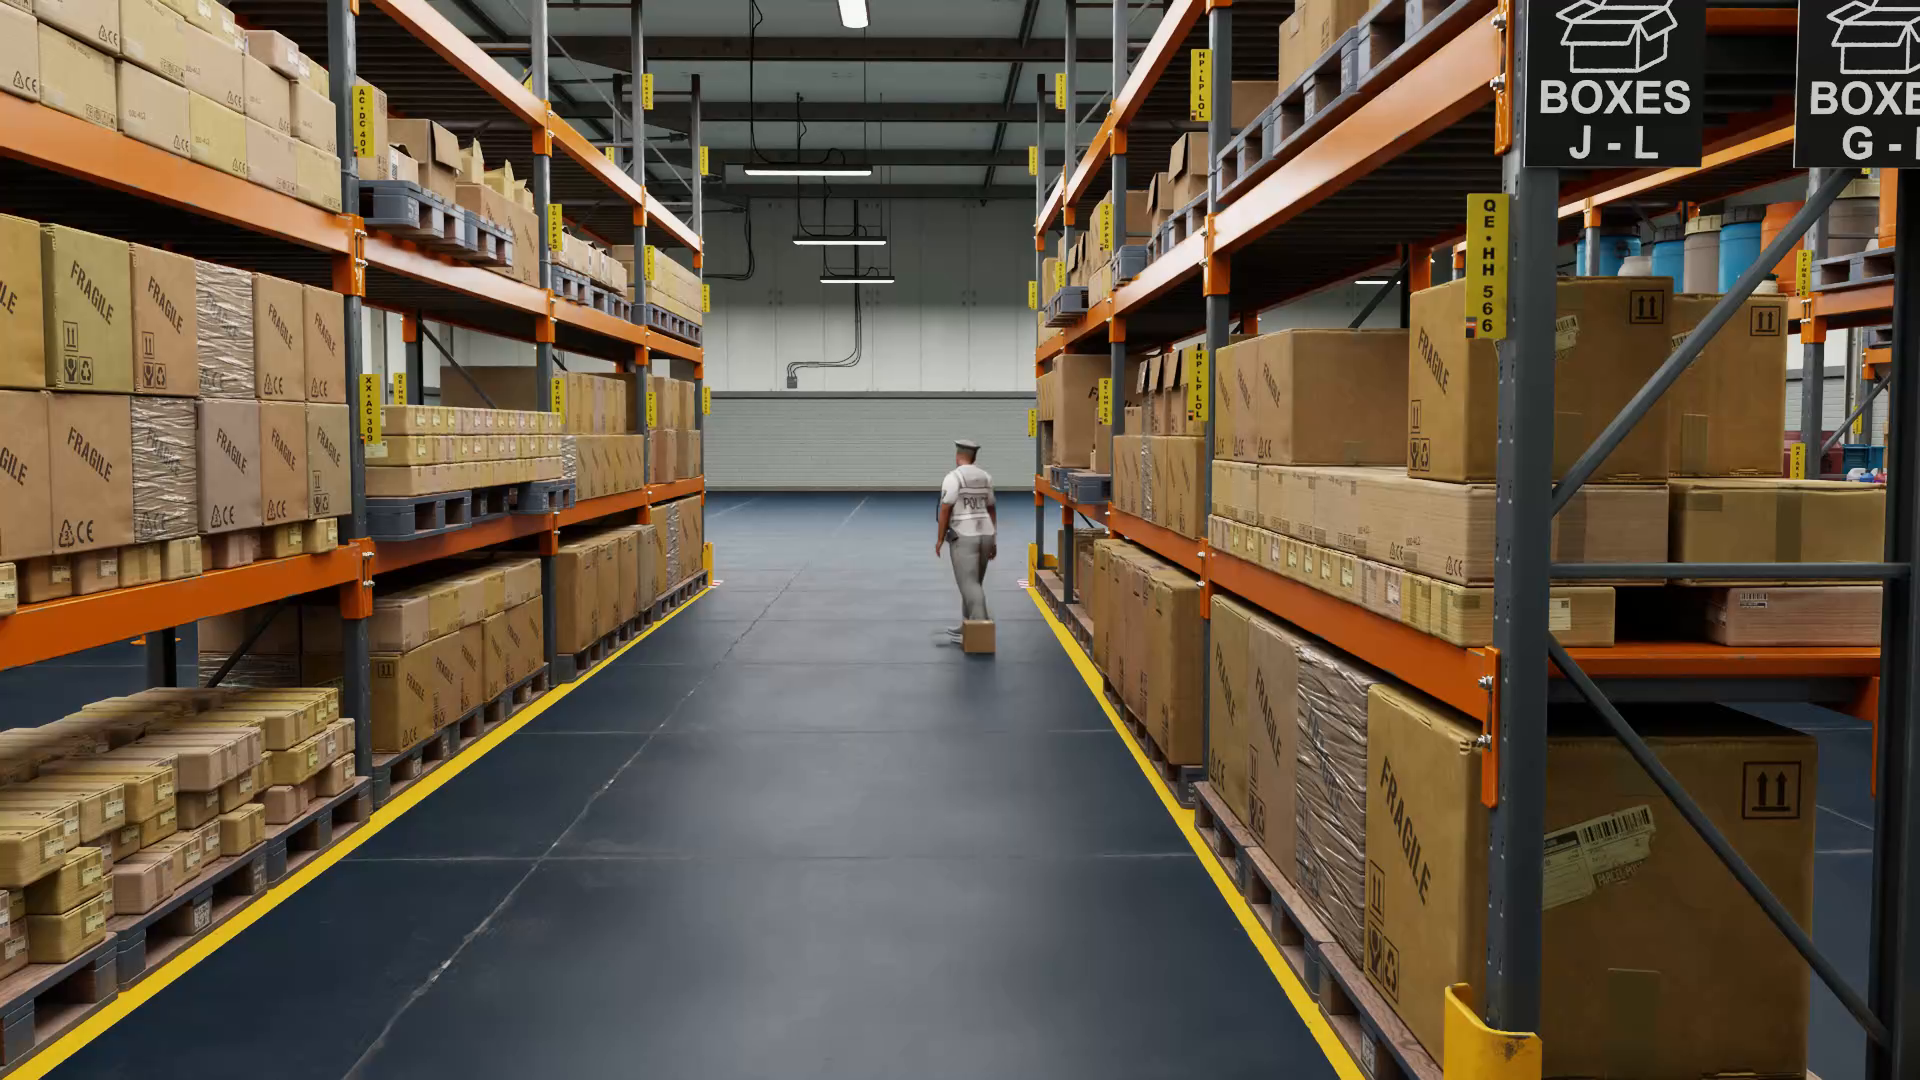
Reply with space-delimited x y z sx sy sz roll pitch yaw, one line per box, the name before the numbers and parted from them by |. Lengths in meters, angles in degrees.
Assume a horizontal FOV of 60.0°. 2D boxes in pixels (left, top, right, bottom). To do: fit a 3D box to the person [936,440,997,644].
person | 0.059 0.002 14.364 0.668 1.732 0.610 3 5 41
